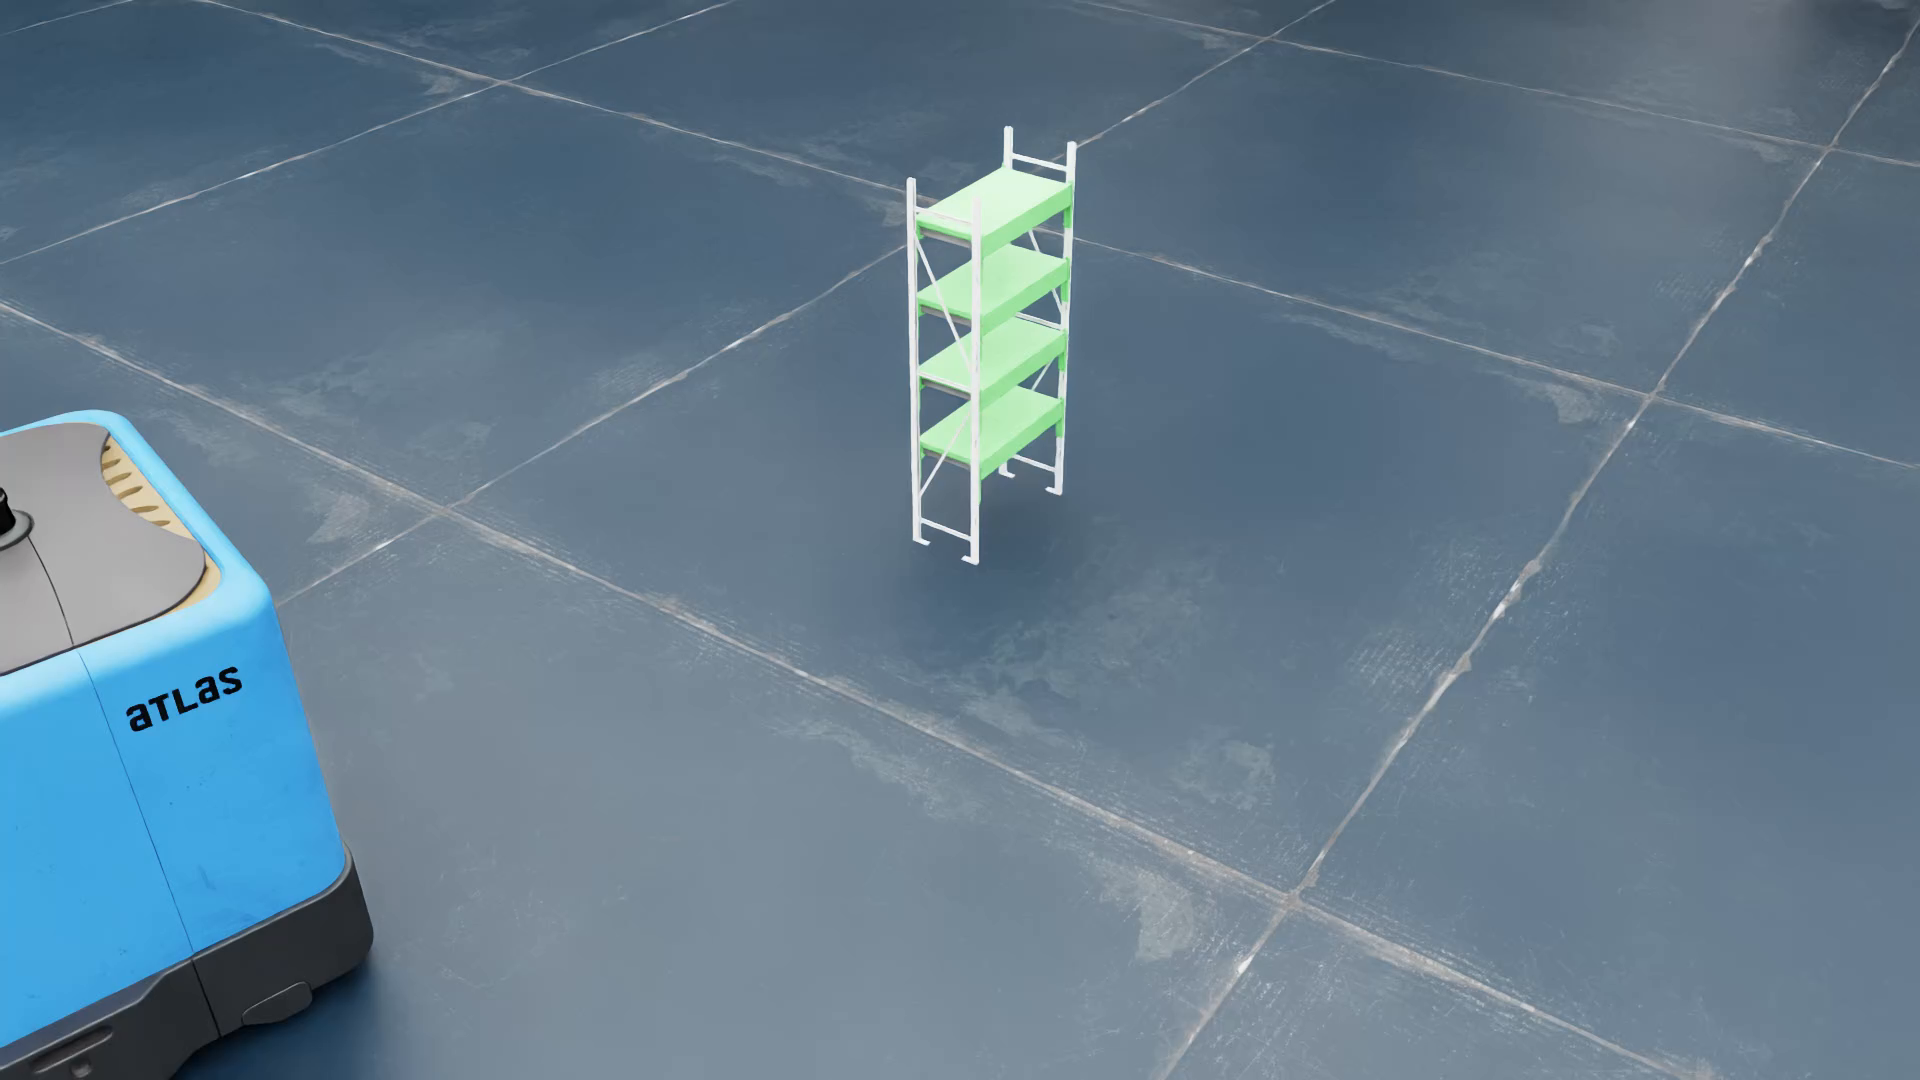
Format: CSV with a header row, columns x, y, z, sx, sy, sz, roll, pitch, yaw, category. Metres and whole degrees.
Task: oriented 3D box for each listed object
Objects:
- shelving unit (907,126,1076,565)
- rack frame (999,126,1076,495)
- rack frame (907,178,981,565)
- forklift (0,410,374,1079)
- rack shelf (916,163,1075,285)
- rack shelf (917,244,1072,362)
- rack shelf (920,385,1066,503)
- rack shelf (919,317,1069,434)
x,y,z,sx,sy,sz,roll,pitch,yaw,category
0.094,-0.573,5.027,0.258,1.200,0.503,21,39,28,shelving unit
0.234,-0.685,5.193,0.240,1.200,0.015,21,39,28,rack frame
-0.045,-0.461,4.860,0.240,1.200,0.015,21,39,28,rack frame
-2.786,0.090,2.500,3.031,2.935,1.130,-25,41,-32,forklift
0.094,-0.918,4.793,0.258,0.148,0.480,21,39,28,rack shelf
0.094,-0.719,4.928,0.258,0.148,0.480,21,39,28,rack shelf
0.094,-0.321,5.197,0.258,0.148,0.480,21,39,28,rack shelf
0.094,-0.520,5.062,0.258,0.148,0.480,21,39,28,rack shelf
